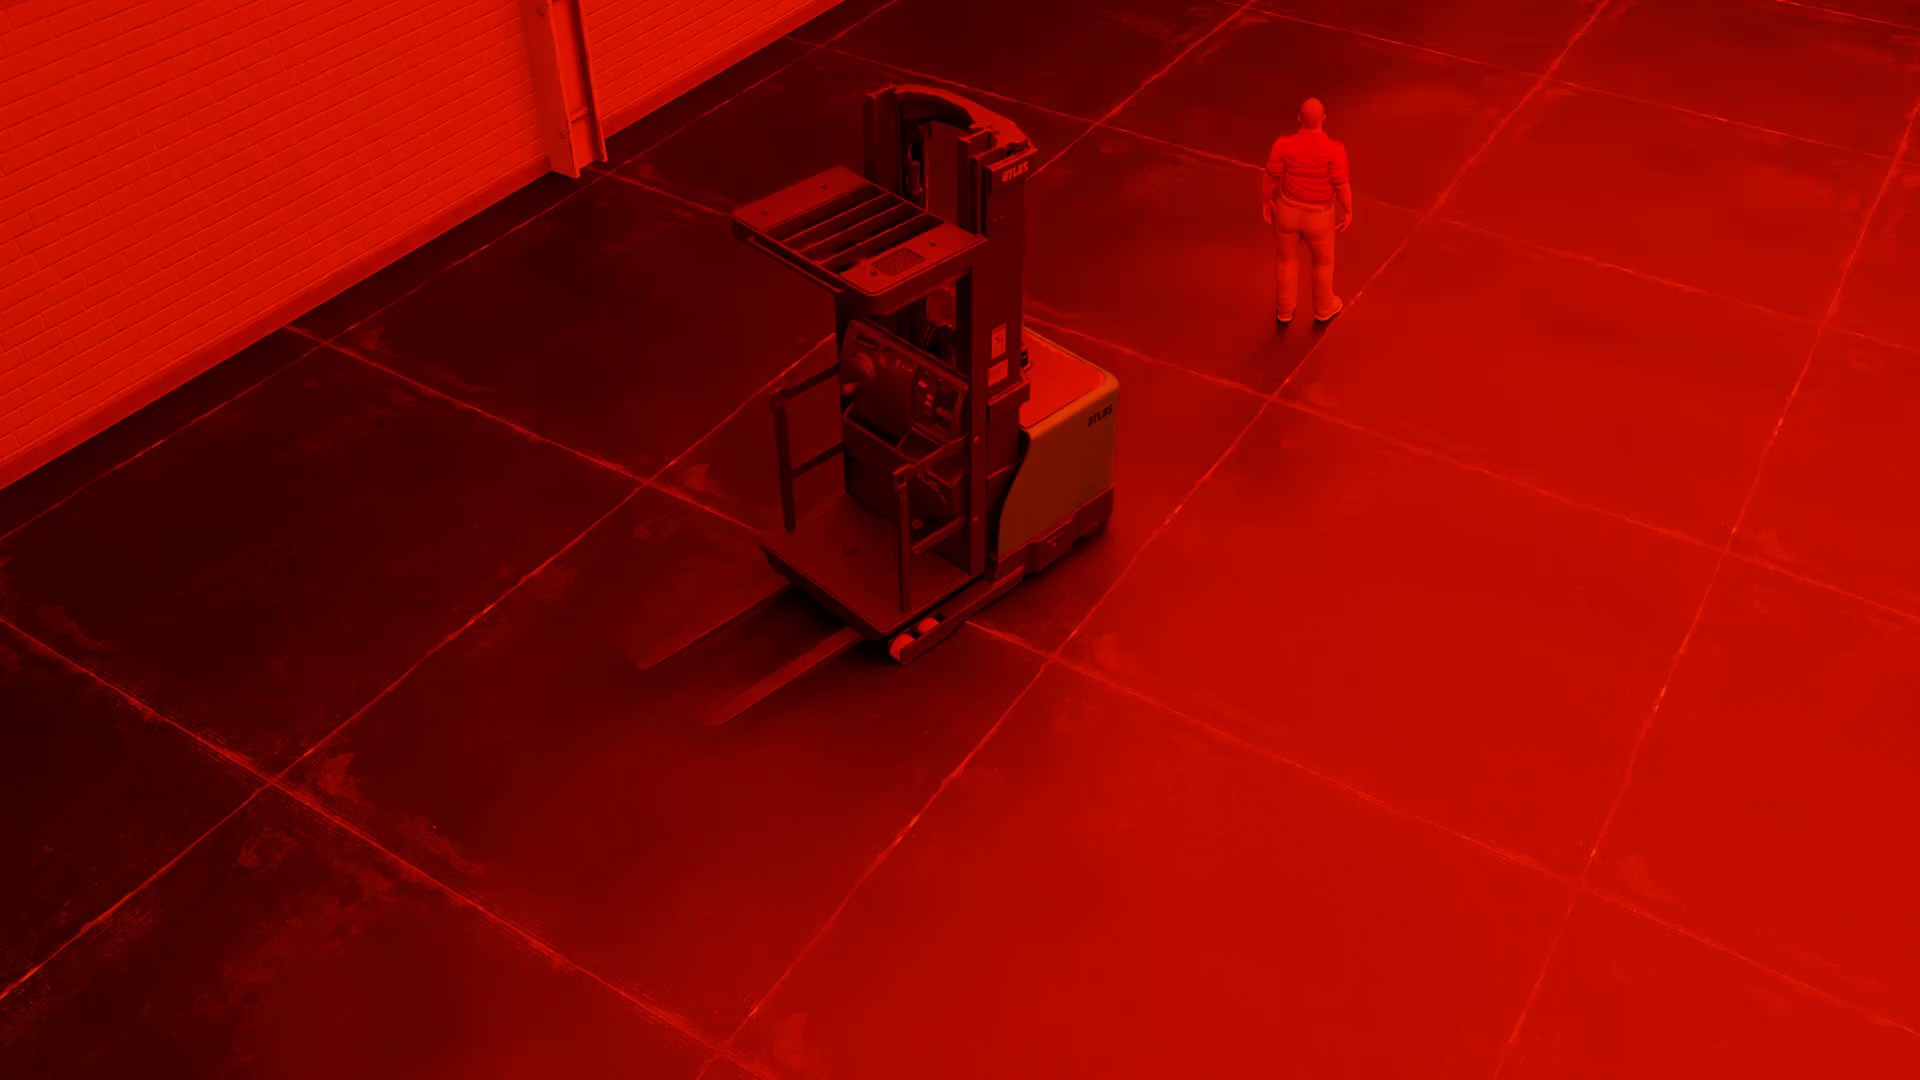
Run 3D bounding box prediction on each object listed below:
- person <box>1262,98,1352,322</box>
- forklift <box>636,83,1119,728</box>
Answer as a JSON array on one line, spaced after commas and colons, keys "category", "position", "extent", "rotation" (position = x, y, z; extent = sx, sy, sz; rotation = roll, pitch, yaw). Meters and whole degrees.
[{"category": "person", "position": [2.436, -2.320, 11.623], "extent": [0.641, 1.727, 0.550], "rotation": [15, 42, 17]}, {"category": "forklift", "position": [-0.460, -0.799, 8.910], "extent": [3.031, 2.935, 1.130], "rotation": [-32, 50, -32]}]
